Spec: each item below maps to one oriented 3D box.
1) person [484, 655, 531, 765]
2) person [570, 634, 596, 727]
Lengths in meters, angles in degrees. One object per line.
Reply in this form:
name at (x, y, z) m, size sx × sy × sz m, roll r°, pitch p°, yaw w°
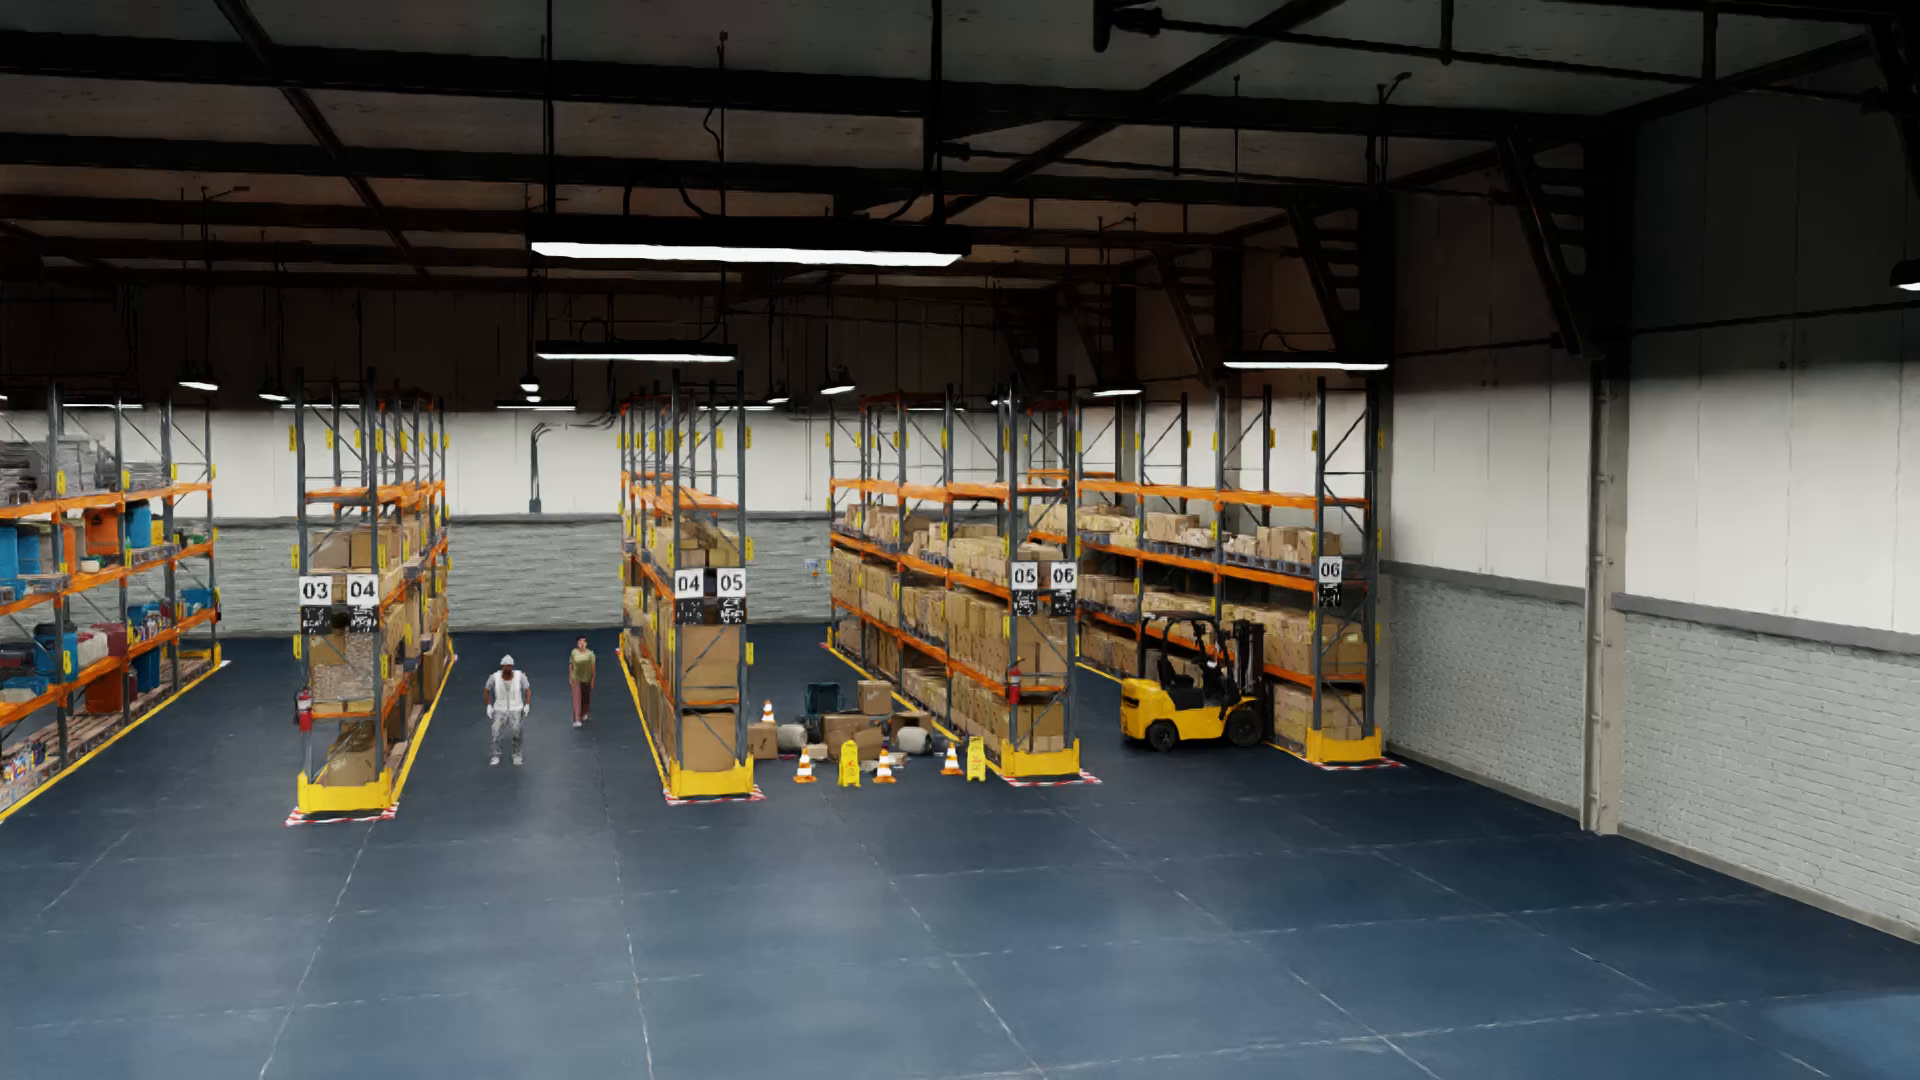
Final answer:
person at (-6.957, 2.617, 25.563) m, size 0.702 × 1.735 × 0.549 m, roll -1°, pitch 4°, yaw -15°
person at (-6.629, 2.445, 29.251) m, size 0.446 × 1.591 × 1.110 m, roll -1°, pitch 4°, yaw -16°
